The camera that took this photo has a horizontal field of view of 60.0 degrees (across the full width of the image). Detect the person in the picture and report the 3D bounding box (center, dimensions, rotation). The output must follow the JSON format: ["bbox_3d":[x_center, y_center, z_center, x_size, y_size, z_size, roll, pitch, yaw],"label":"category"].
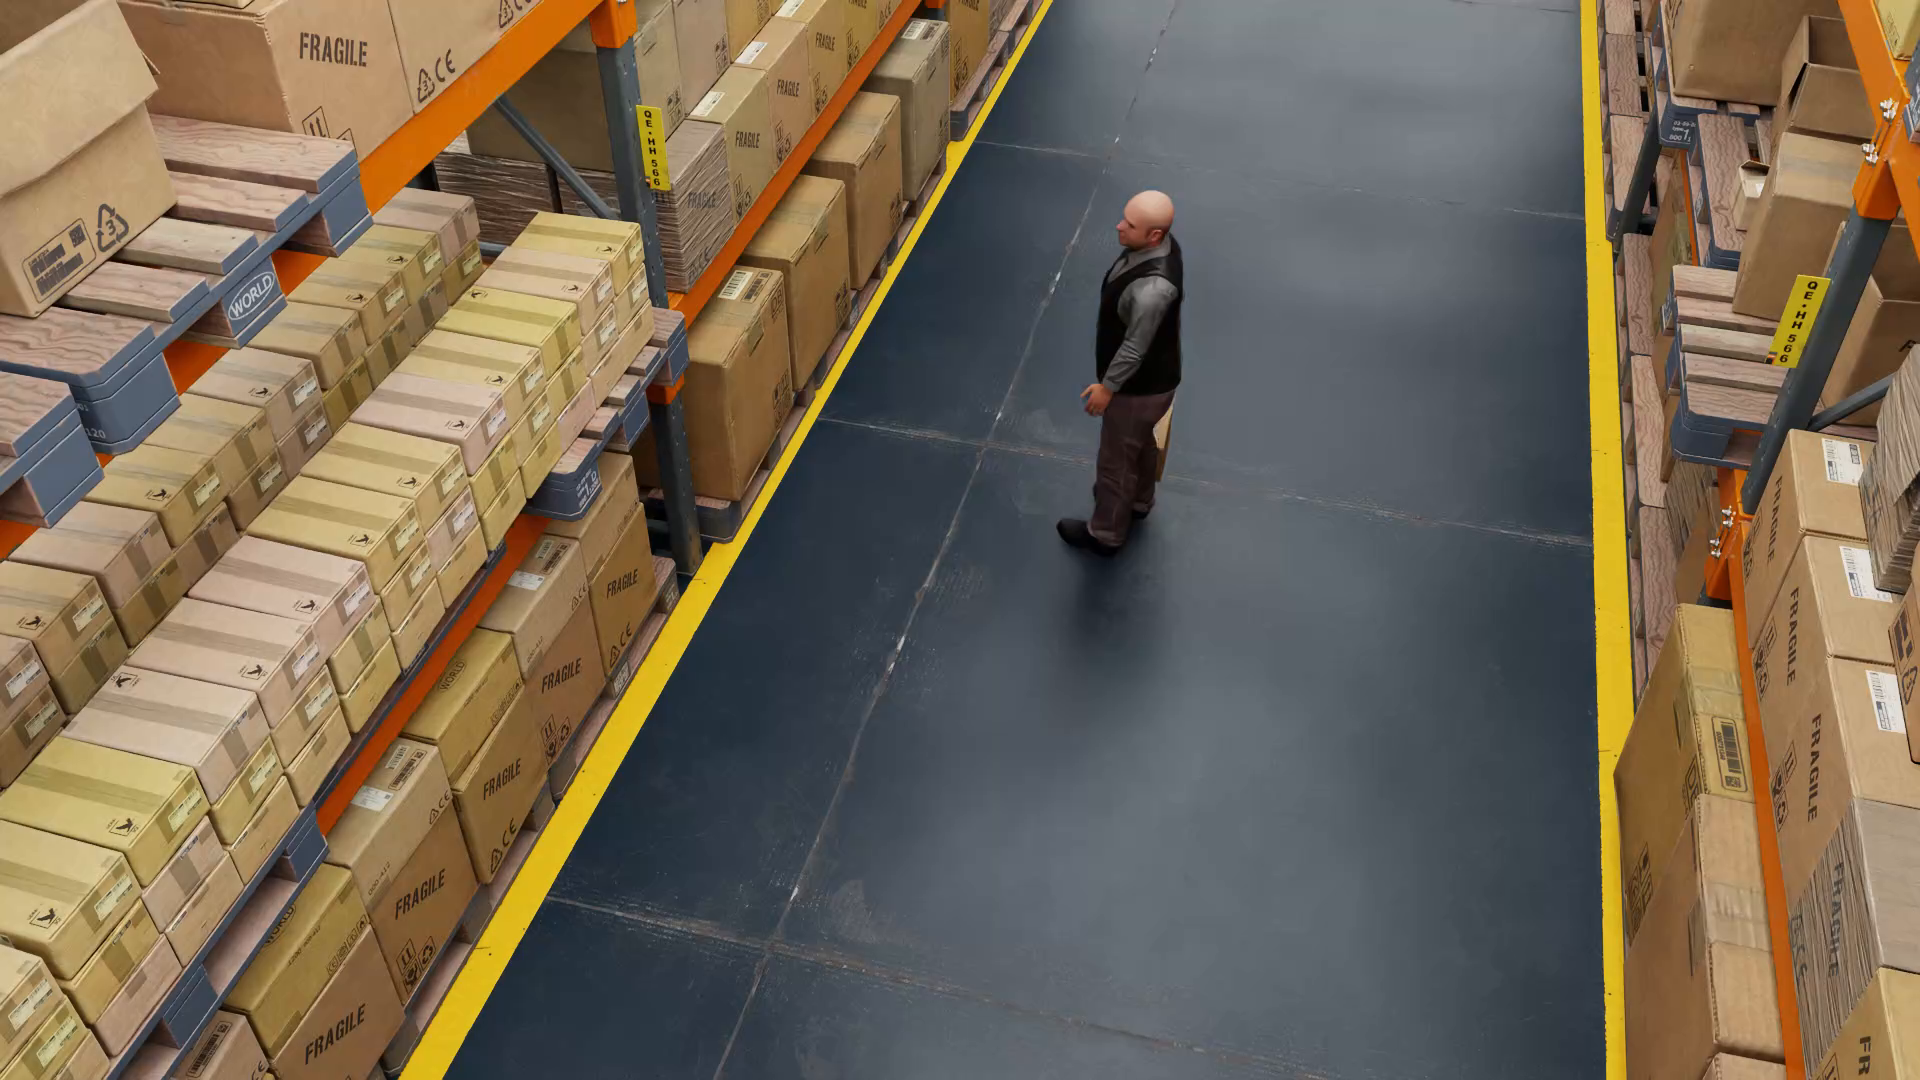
[{"bbox_3d":[0.679,-0.699,6.952,0.483,1.734,0.565,5,41,6],"label":"person"}]
